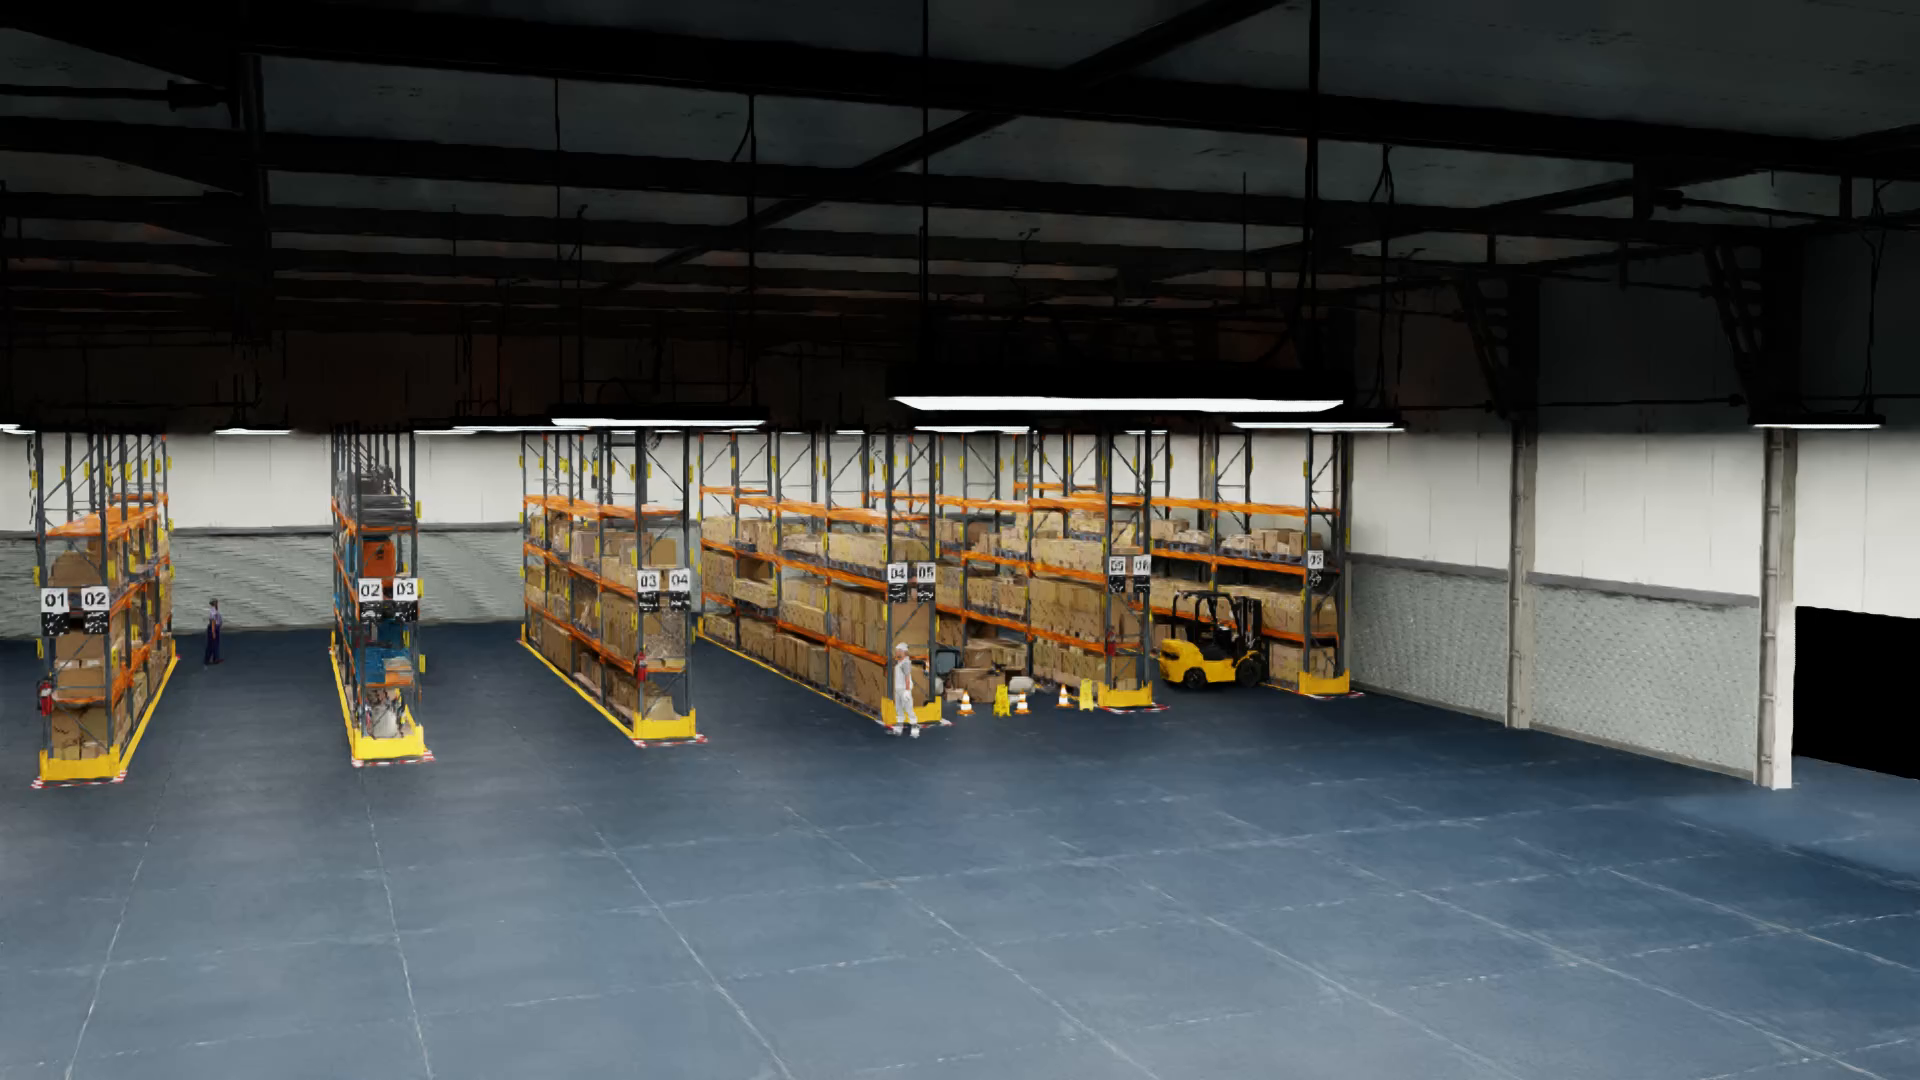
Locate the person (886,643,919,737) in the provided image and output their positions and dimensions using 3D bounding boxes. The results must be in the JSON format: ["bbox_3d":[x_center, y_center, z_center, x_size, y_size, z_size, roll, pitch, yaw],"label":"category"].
[{"bbox_3d":[-1.111,2.846,31.686,0.573,1.790,0.722,-1,4,-16],"label":"person"}]

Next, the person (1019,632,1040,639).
[{"bbox_3d":[1.967,1.893,47.088,0.597,1.744,0.657,0,4,-2],"label":"person"}]

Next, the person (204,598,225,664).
[{"bbox_3d":[-18.844,2.280,41.968,0.497,1.643,0.682,-2,4,-25],"label":"person"}]
